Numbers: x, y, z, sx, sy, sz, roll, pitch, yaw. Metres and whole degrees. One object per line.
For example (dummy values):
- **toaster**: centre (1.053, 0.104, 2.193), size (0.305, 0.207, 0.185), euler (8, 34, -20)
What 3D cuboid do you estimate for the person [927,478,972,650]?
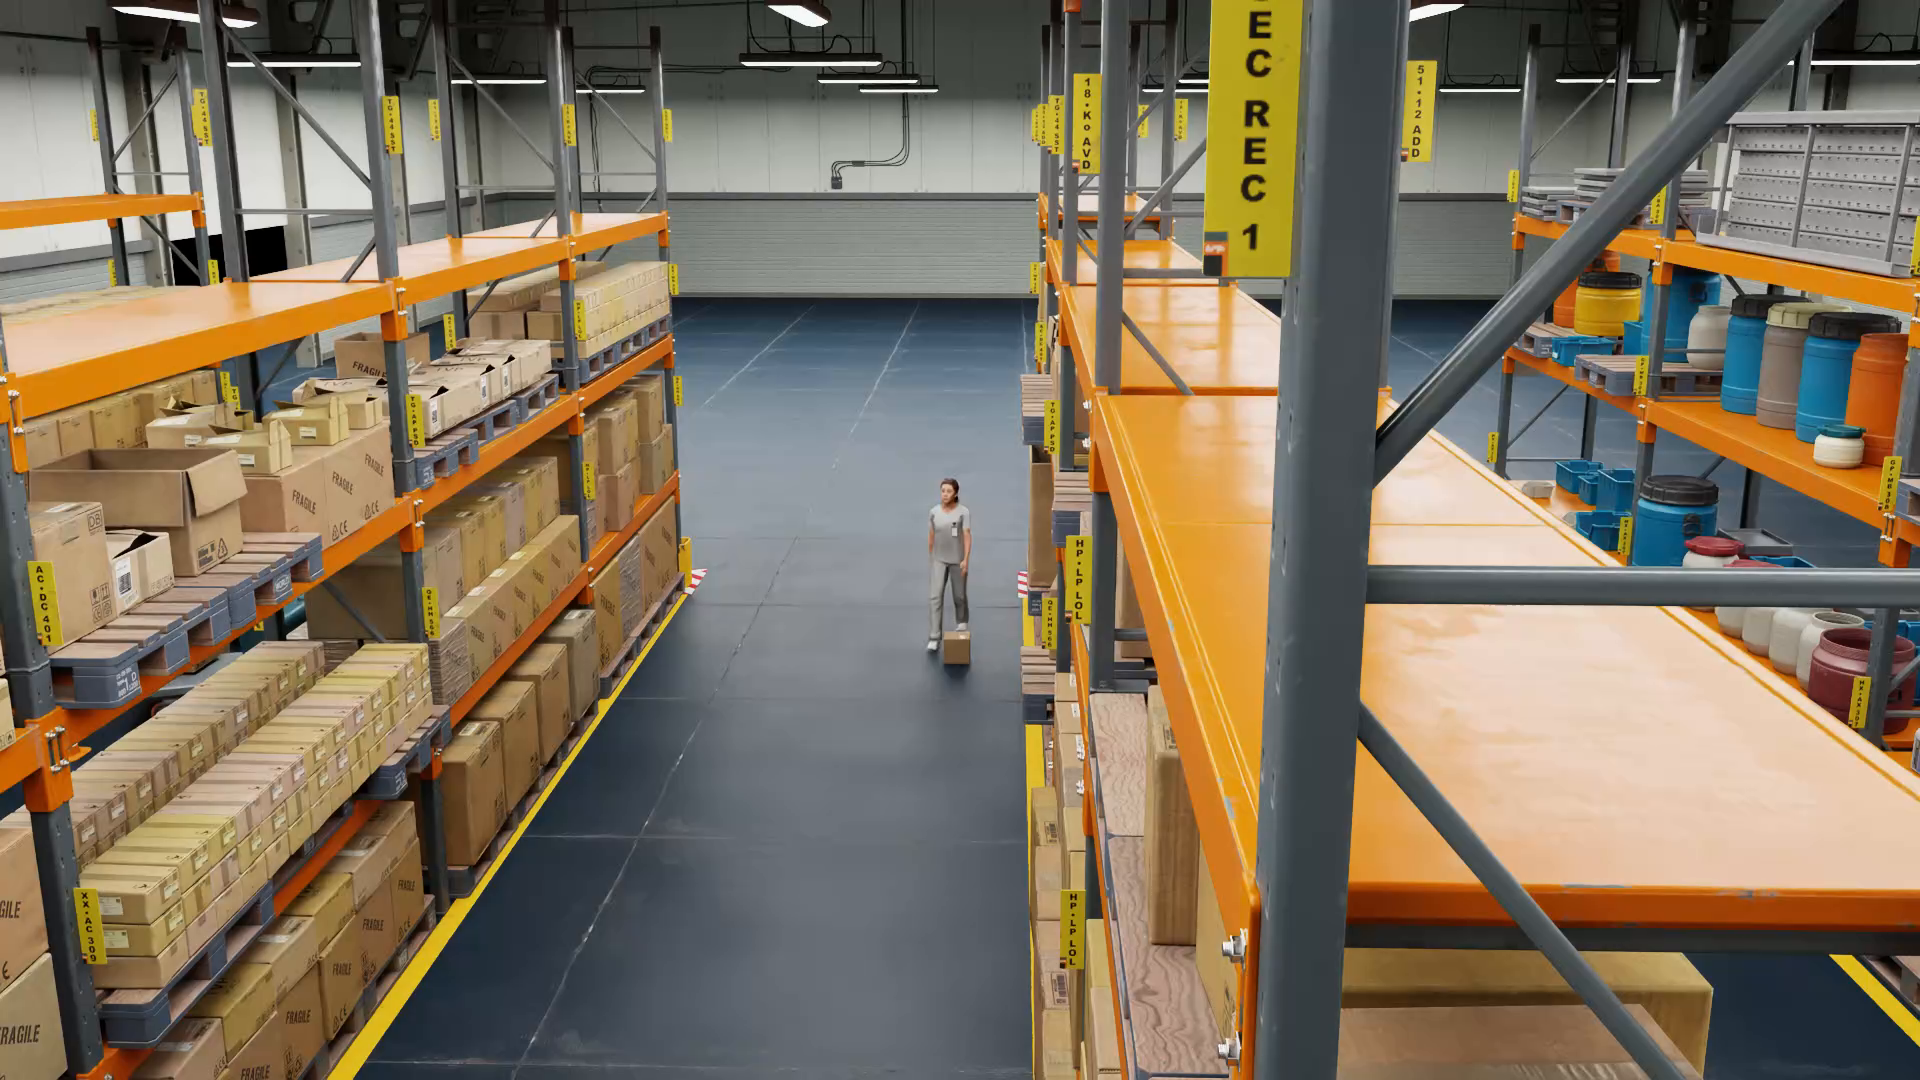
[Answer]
- **person**: centre (-0.112, 0.215, 16.379), size (0.447, 1.633, 0.890), euler (1, 14, 6)
